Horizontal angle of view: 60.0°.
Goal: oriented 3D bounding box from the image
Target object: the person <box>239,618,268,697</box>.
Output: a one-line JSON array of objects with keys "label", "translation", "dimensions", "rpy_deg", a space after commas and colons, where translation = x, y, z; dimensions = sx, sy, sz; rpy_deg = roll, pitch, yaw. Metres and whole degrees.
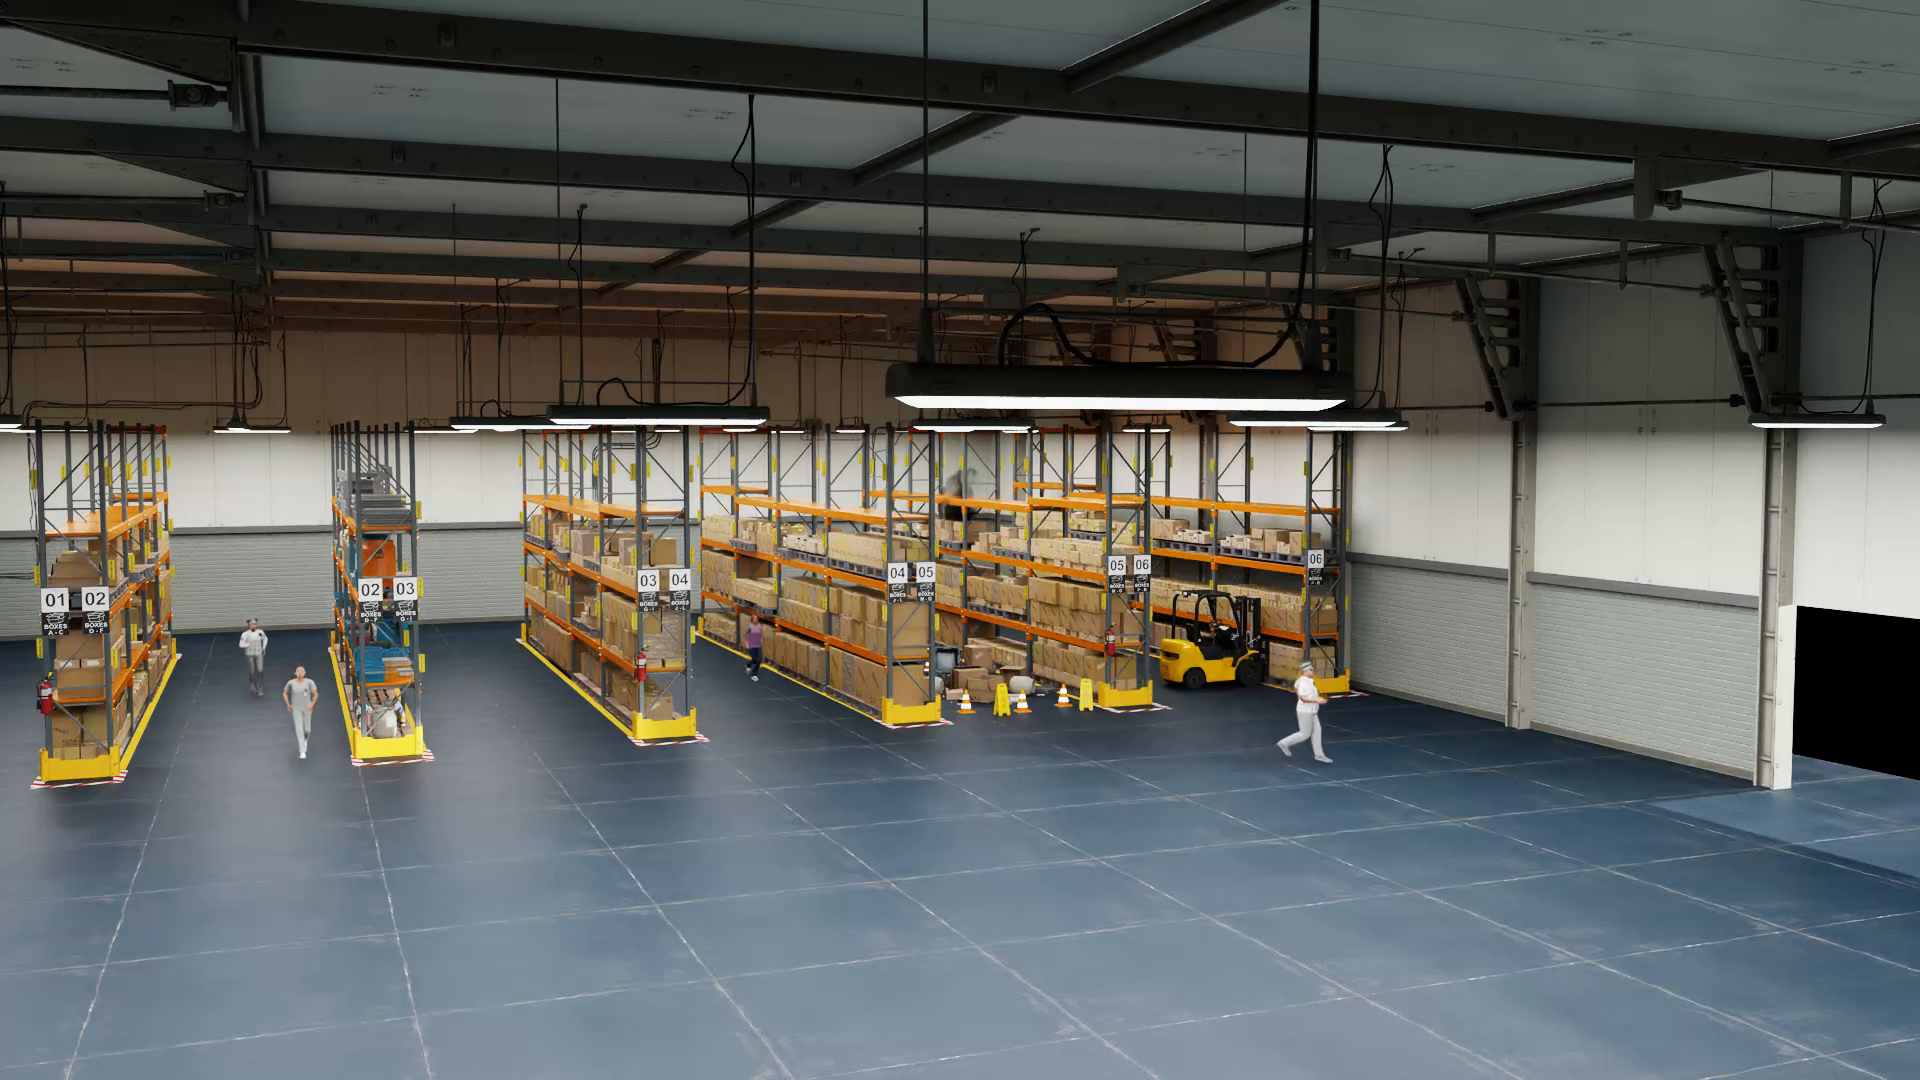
[{"label": "person", "translation": [-15.602, 2.584, 36.751], "dimensions": [0.598, 1.753, 0.777], "rpy_deg": [-2, 4, -27]}]

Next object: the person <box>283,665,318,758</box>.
[{"label": "person", "translation": [-11.825, 3.042, 29.817], "dimensions": [0.582, 1.650, 0.766], "rpy_deg": [-2, 4, -24]}]

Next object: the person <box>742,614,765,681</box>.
[{"label": "person", "translation": [-4.810, 2.519, 38.953], "dimensions": [0.536, 1.555, 0.544], "rpy_deg": [-2, 4, -30]}]

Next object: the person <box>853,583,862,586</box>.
[{"label": "person", "translation": [-2.934, 1.790, 51.409], "dimensions": [0.863, 1.532, 0.824], "rpy_deg": [0, 4, -1]}]

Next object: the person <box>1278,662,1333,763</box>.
[{"label": "person", "translation": [6.065, 3.011, 29.146], "dimensions": [0.954, 1.780, 0.664], "rpy_deg": [1, 4, 17]}]
